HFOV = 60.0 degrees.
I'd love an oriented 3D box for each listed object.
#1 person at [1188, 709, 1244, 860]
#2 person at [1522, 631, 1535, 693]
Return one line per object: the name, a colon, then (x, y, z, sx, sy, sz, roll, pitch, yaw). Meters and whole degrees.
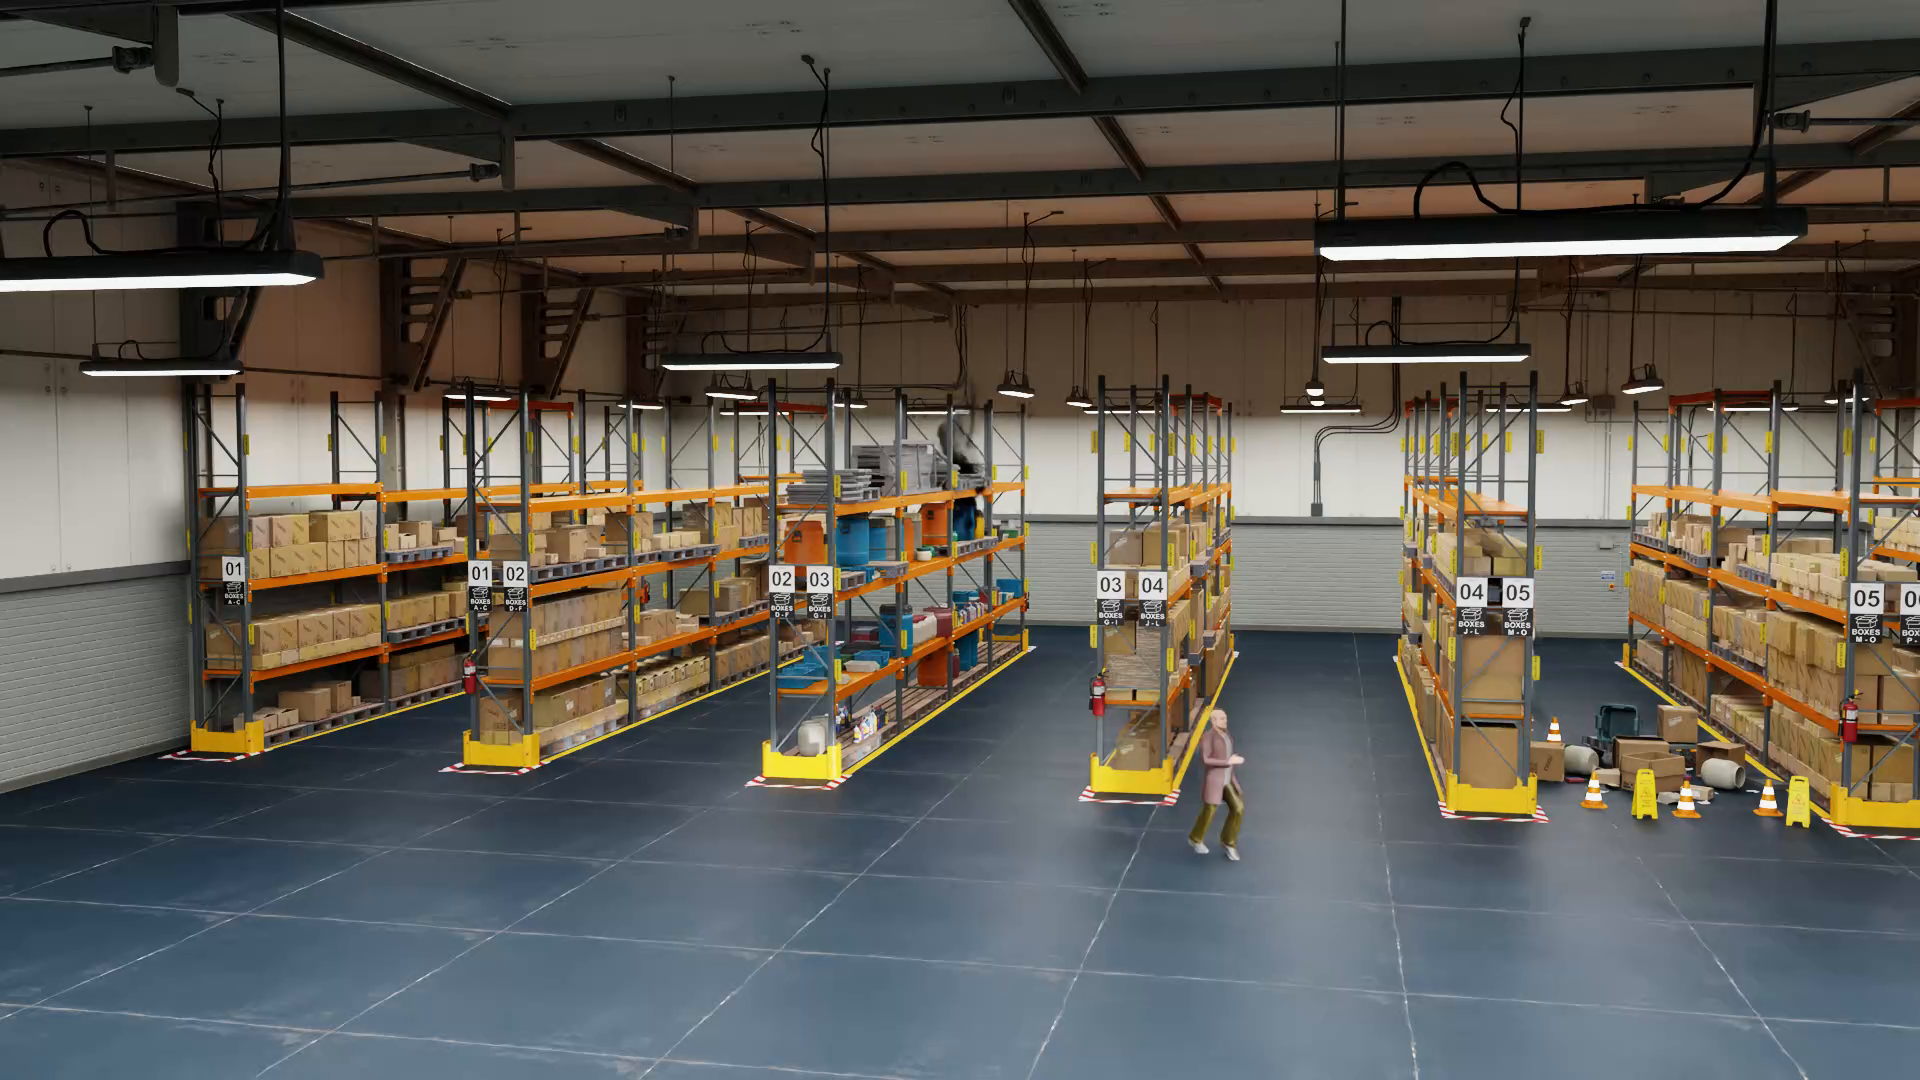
person: (3.113, 2.968, 20.114, 0.709, 1.856, 0.839, -3, 4, -41)
person: (11.251, 2.268, 33.481, 0.589, 1.666, 0.613, 0, 3, 8)
